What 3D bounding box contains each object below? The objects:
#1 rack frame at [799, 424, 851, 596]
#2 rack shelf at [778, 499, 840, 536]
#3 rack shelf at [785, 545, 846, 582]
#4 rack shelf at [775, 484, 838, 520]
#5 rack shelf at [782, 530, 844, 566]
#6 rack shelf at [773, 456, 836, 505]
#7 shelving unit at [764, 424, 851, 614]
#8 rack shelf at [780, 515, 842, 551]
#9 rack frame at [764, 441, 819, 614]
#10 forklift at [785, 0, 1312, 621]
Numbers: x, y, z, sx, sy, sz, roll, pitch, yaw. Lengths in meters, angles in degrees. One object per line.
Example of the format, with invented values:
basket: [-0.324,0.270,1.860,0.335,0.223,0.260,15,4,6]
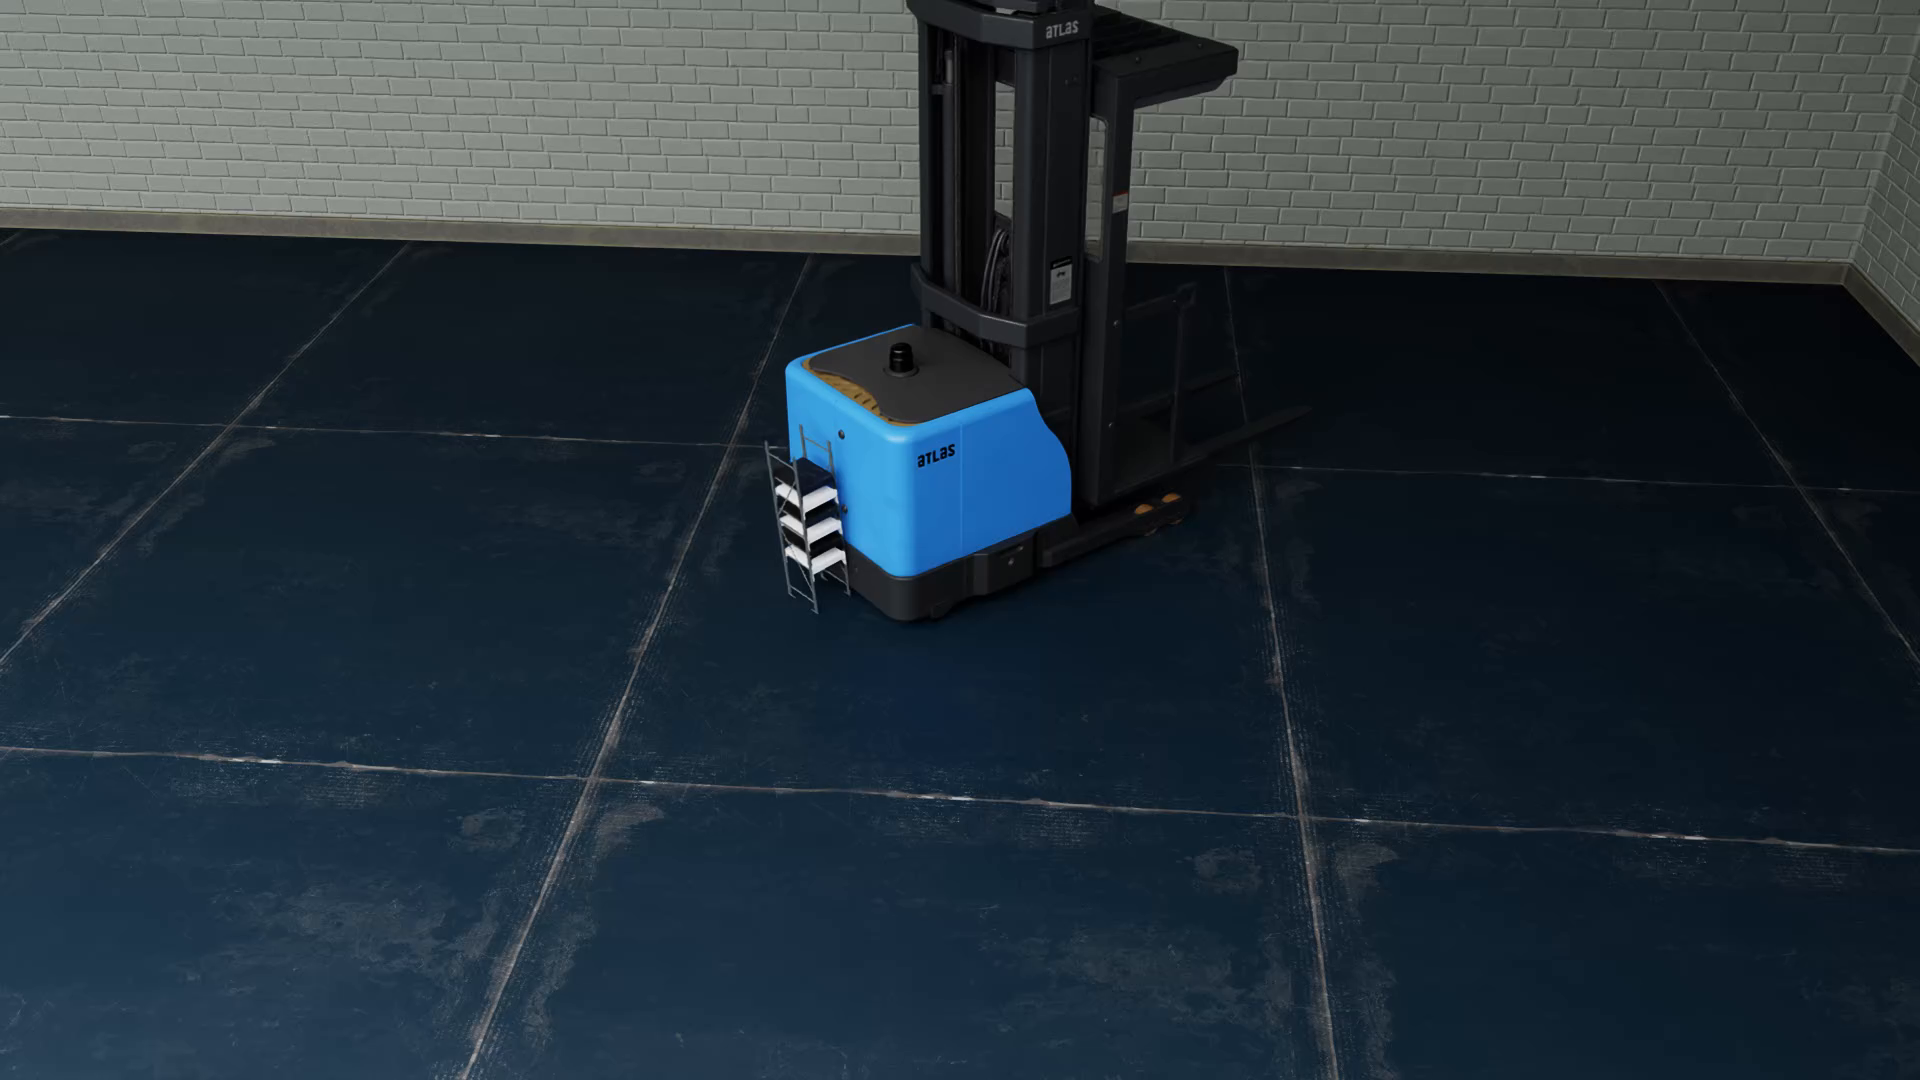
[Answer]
rack frame: [-0.653,-0.137,8.081,0.006,0.900,0.240,-29,42,-31]
rack shelf: [-0.733,-0.140,7.996,0.200,0.077,0.258,-29,42,-31]
rack shelf: [-0.715,0.080,8.151,0.200,0.077,0.258,-29,42,-31]
rack shelf: [-0.740,-0.214,7.945,0.200,0.077,0.258,-29,42,-31]
rack shelf: [-0.721,0.007,8.100,0.200,0.077,0.258,-29,42,-31]
rack shelf: [-0.746,-0.287,7.893,0.200,0.077,0.258,-29,42,-31]
shelving unit: [-0.730,-0.094,8.029,0.210,0.900,0.258,-29,42,-31]
rack shelf: [-0.727,-0.067,8.048,0.200,0.077,0.258,-29,42,-31]
rack frame: [-0.806,-0.051,7.977,0.006,0.900,0.240,-29,42,-31]
forklift: [0.614,-1.472,8.344,3.031,2.935,1.130,-21,38,-31]
